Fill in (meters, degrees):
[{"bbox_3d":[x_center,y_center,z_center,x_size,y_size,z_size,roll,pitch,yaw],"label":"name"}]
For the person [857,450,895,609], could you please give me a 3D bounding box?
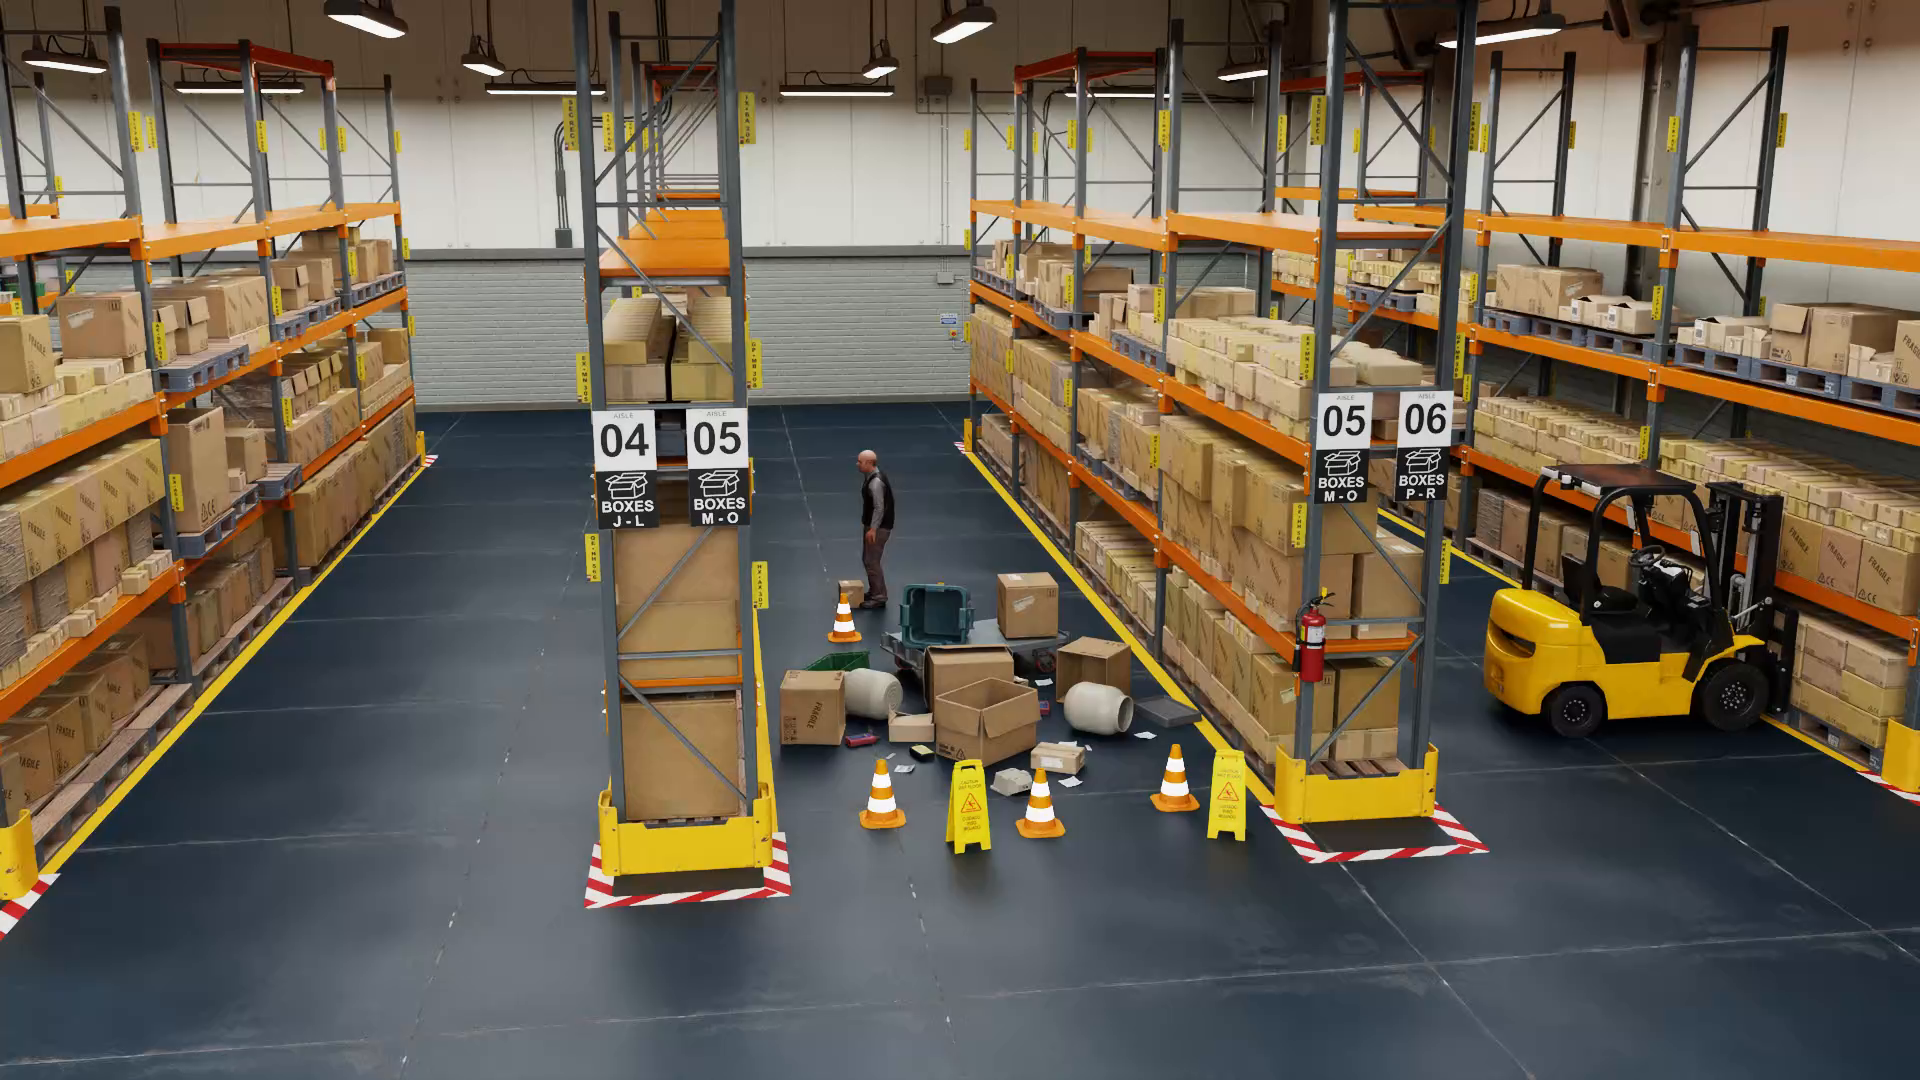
[{"bbox_3d":[-0.920,-0.135,18.115,0.418,1.721,0.581,-2,13,-8],"label":"person"}]
